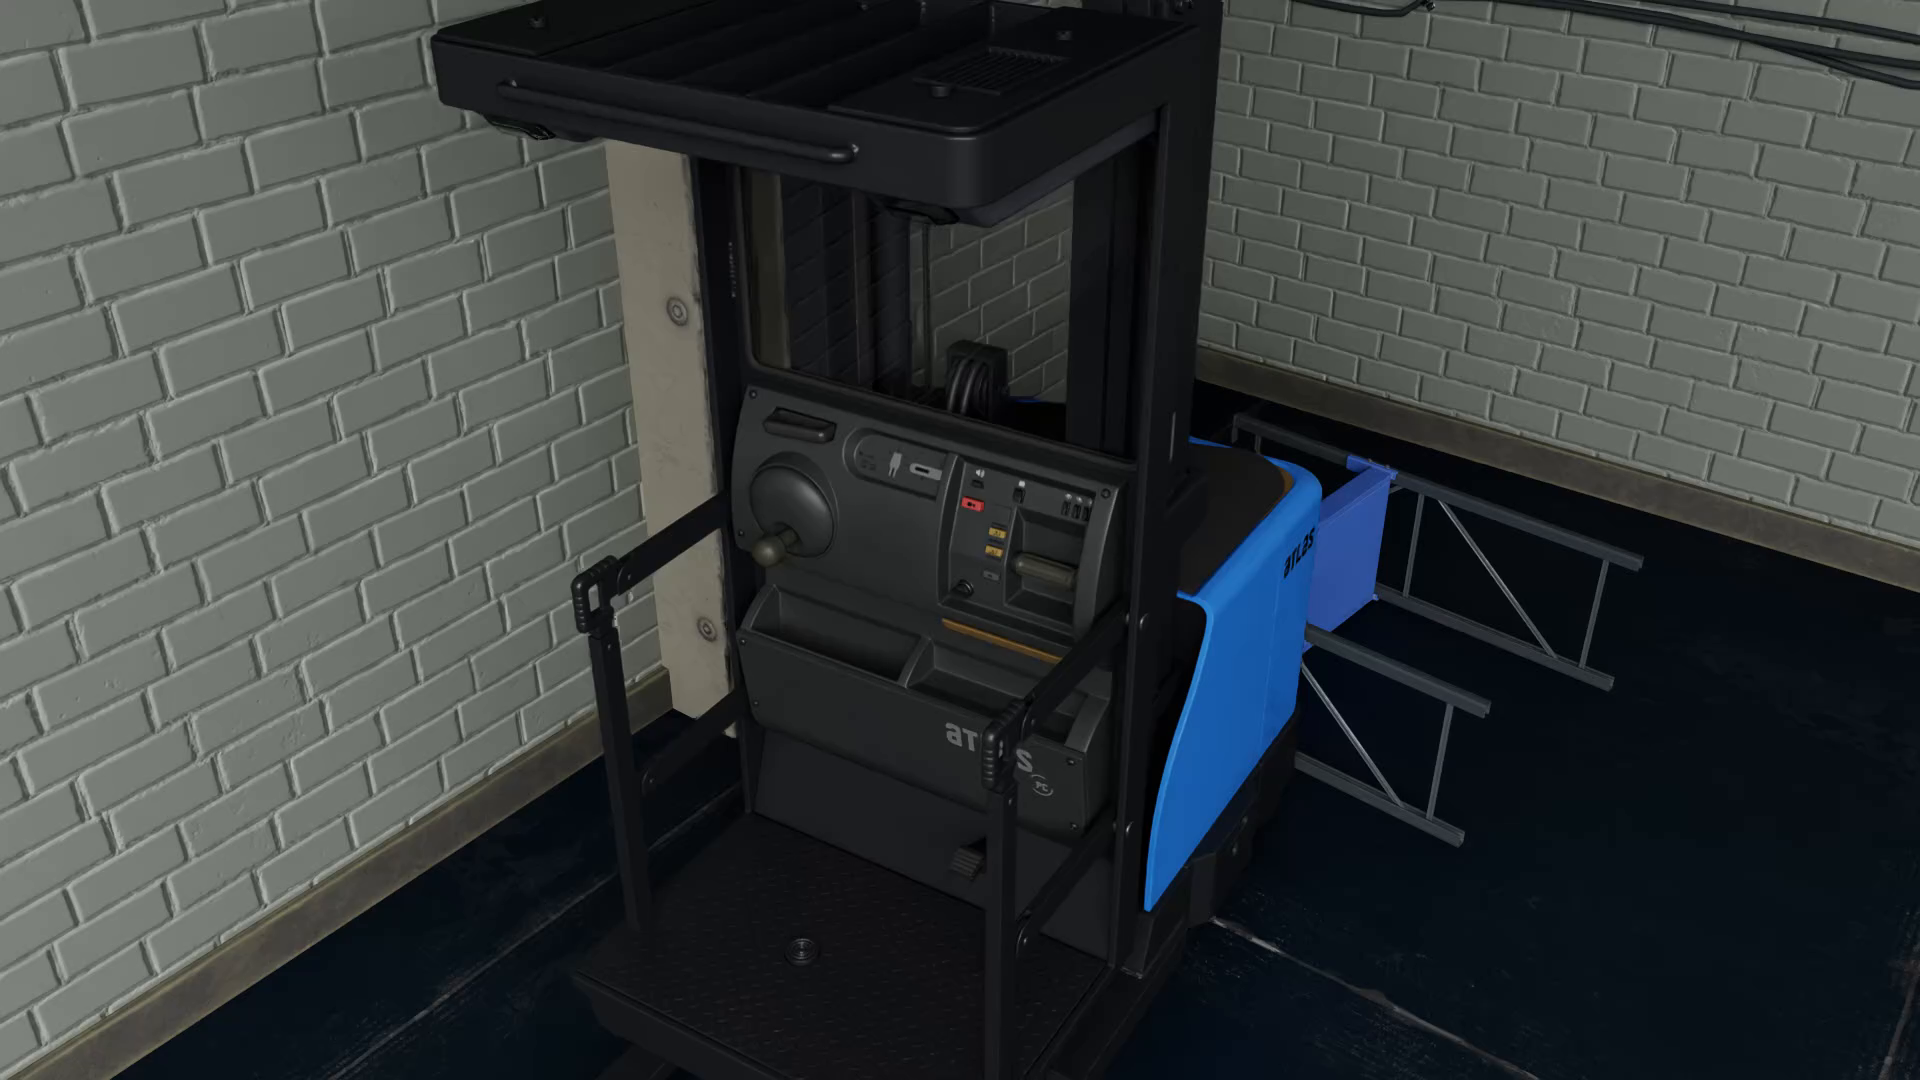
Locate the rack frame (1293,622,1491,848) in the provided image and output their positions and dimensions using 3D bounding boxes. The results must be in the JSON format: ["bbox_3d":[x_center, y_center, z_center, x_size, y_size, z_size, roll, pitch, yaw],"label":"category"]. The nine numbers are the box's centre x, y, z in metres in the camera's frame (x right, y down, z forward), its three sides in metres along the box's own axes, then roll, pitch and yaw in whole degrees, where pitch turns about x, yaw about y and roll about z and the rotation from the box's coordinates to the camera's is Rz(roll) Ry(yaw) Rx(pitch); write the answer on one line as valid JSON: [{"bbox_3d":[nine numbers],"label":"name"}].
[{"bbox_3d":[0.870,0.400,5.047,1.500,0.500,0.032,25,39,35],"label":"rack frame"}]

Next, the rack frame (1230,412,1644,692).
[{"bbox_3d":[1.551,0.015,5.696,1.500,0.500,0.032,25,39,35],"label":"rack frame"}]

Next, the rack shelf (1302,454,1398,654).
[{"bbox_3d":[1.077,0.146,5.475,0.185,0.538,1.000,25,39,35],"label":"rack shelf"}]

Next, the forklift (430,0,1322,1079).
[{"bbox_3d":[-0.206,-0.015,3.400,1.130,2.935,3.031,17,35,27],"label":"forklift"}]

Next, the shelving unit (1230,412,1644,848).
[{"bbox_3d":[1.211,0.208,5.372,1.500,0.538,1.048,25,39,35],"label":"shelving unit"}]

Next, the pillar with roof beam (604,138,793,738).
[{"bbox_3d":[2.725,-2.052,0.886,9.100,9.000,0.400,21,37,31],"label":"pillar with roof beam"}]
